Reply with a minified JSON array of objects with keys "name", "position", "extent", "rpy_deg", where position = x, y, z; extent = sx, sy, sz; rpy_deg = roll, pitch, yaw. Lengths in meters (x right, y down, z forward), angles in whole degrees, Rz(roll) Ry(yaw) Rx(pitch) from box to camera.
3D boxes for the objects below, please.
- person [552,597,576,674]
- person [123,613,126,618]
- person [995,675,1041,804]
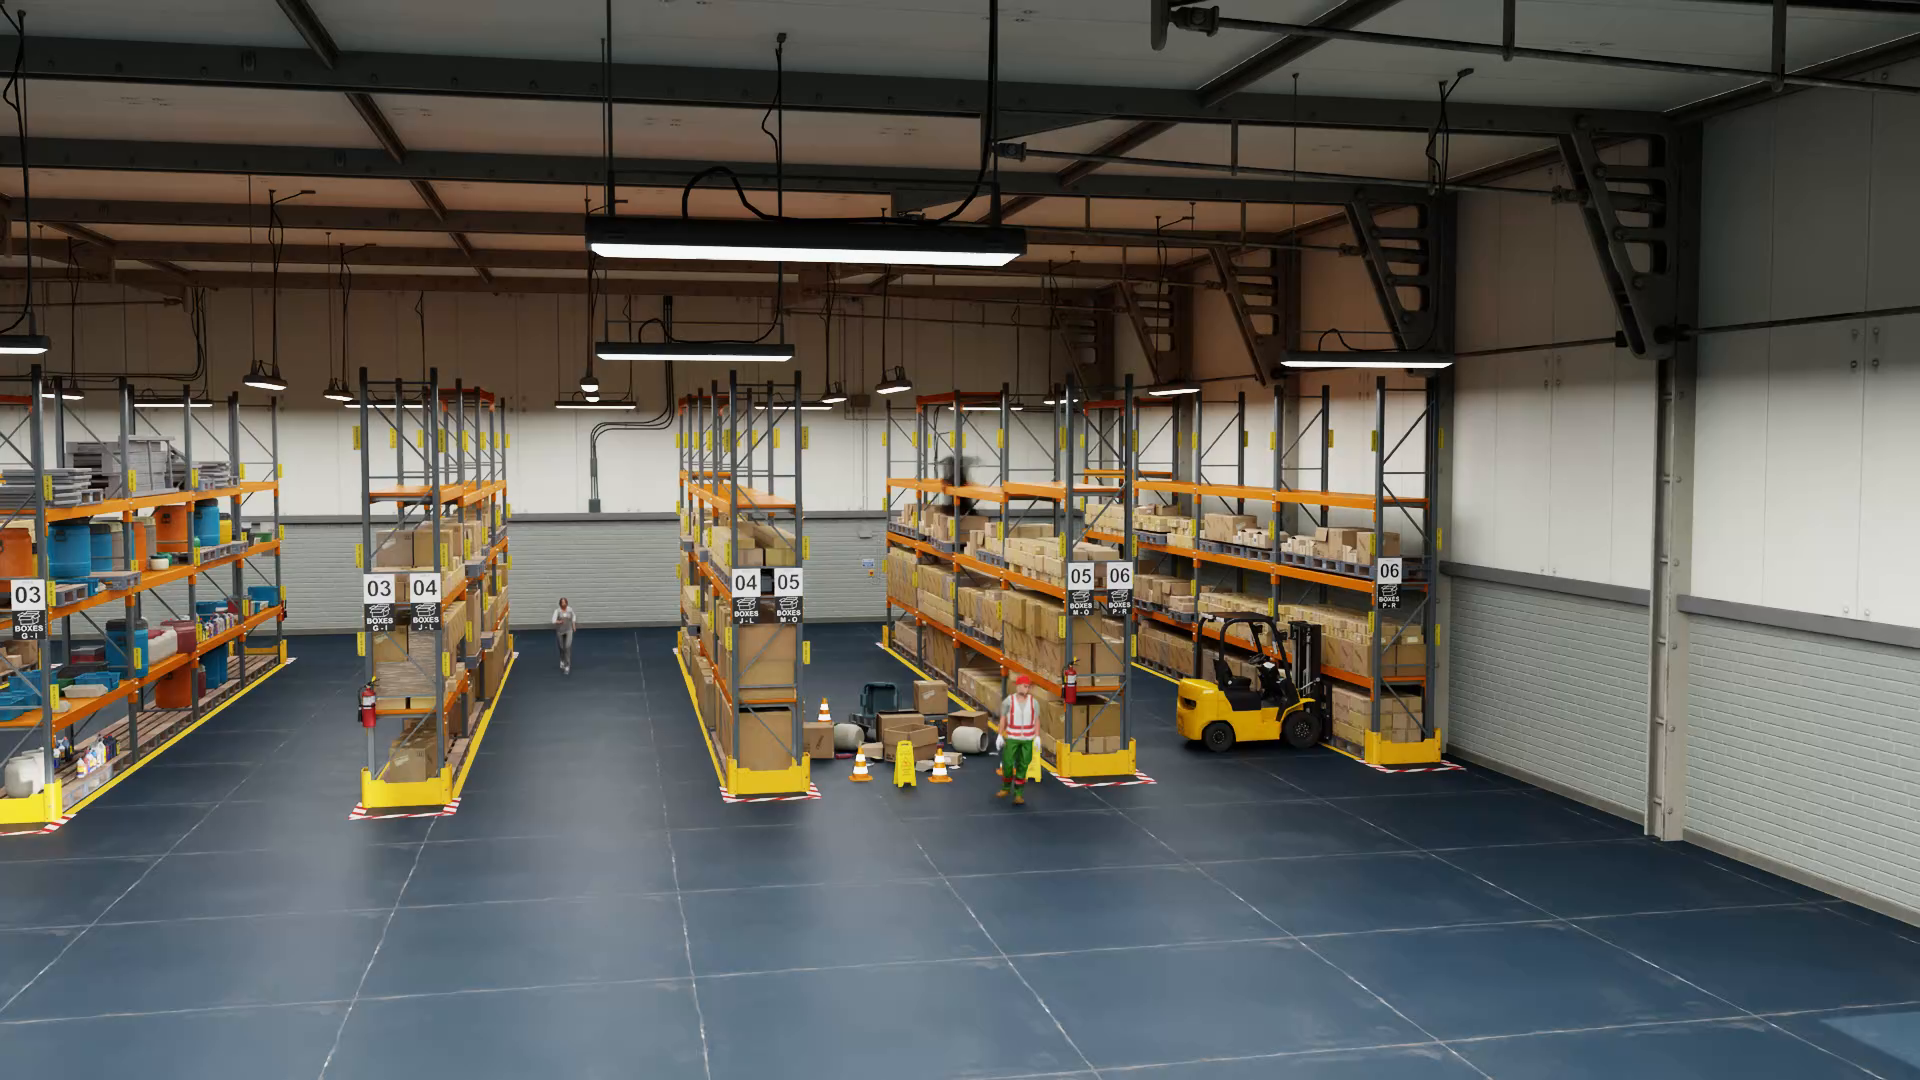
[{"name":"person","position":[-8.574,2.042,36.000],"extent":[0.502,1.626,0.824],"rpy_deg":[-1,3,-14]},{"name":"person","position":[-16.914,2.216,33.777],"extent":[0.695,1.560,0.785],"rpy_deg":[-2,4,-27]},{"name":"person","position":[0.796,2.737,22.915],"extent":[0.612,1.780,0.441],"rpy_deg":[-1,3,-13]}]
